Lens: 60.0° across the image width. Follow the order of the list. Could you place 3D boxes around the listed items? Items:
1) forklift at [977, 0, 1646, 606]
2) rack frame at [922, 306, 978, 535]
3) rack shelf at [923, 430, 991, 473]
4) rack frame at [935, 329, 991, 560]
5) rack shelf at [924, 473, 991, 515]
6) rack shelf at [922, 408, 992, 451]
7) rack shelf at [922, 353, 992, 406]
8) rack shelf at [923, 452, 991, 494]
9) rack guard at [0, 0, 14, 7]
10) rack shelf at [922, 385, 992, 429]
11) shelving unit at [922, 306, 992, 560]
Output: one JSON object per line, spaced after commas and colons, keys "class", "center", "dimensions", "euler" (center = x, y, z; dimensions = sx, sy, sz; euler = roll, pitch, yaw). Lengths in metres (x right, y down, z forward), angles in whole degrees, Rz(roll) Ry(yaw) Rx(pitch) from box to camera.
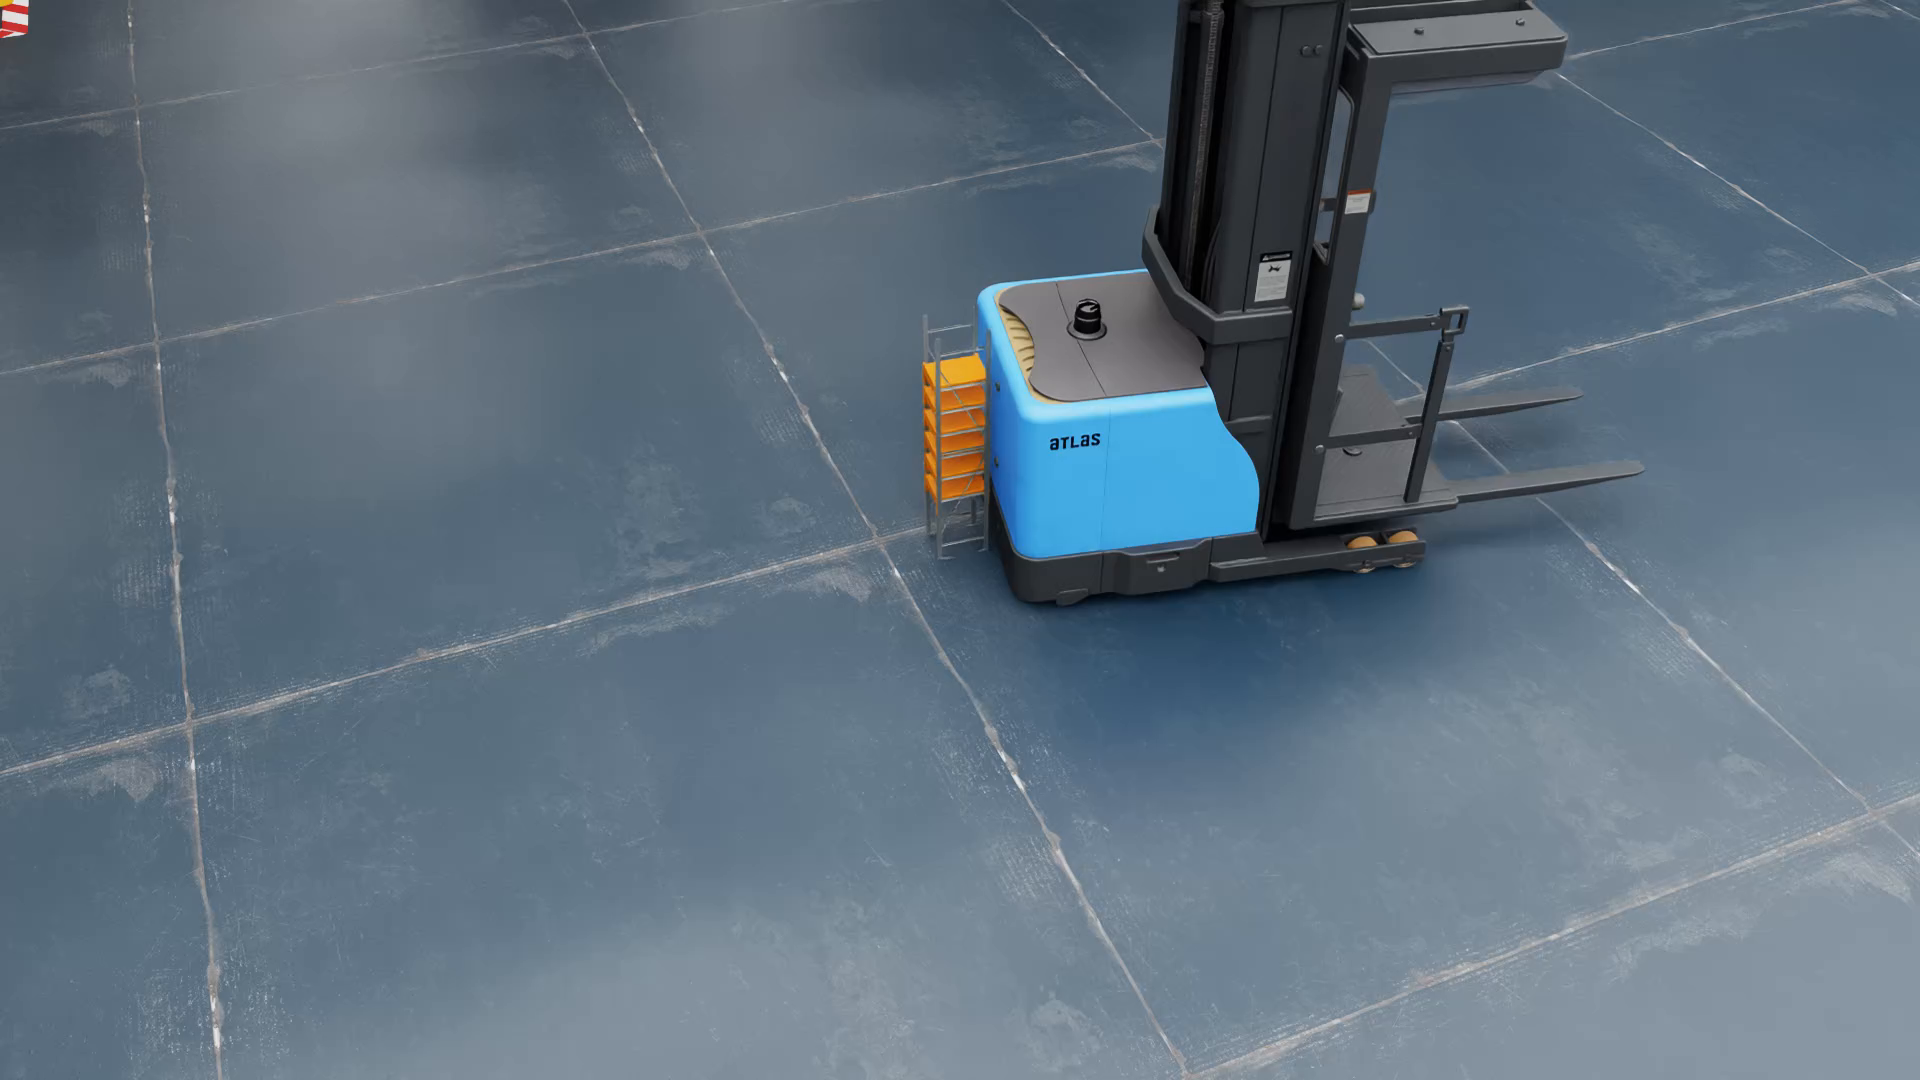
{"class": "forklift", "center": [1.631, -1.295, 6.927], "dimensions": [3.031, 2.935, 1.130], "euler": [-7, 41, -8]}
{"class": "rack frame", "center": [-0.041, -0.501, 7.330], "dimensions": [0.240, 1.200, 0.006], "euler": [-11, 42, -13]}
{"class": "rack shelf", "center": [-0.014, -0.410, 7.293], "dimensions": [0.258, 0.103, 0.180], "euler": [-11, 42, -13]}
{"class": "rack frame", "center": [0.013, -0.387, 7.198], "dimensions": [0.240, 1.200, 0.006], "euler": [-11, 42, -13]}
{"class": "rack shelf", "center": [-0.014, -0.228, 7.450], "dimensions": [0.258, 0.103, 0.180], "euler": [-11, 42, -13]}
{"class": "rack shelf", "center": [-0.014, -0.501, 7.215], "dimensions": [0.258, 0.103, 0.180], "euler": [-11, 42, -13]}
{"class": "rack shelf", "center": [-0.014, -0.683, 7.058], "dimensions": [0.258, 0.103, 0.180], "euler": [-11, 42, -13]}
{"class": "rack shelf", "center": [-0.014, -0.319, 7.371], "dimensions": [0.258, 0.103, 0.180], "euler": [-11, 42, -13]}
{"class": "rack guard", "center": [-7.583, -4.091, 12.043], "dimensions": [1.175, 0.500, 0.348], "euler": [-15, 43, -17]}
{"class": "rack shelf", "center": [-0.014, -0.592, 7.137], "dimensions": [0.258, 0.103, 0.180], "euler": [-11, 42, -13]}
{"class": "shelving unit", "center": [-0.014, -0.444, 7.264], "dimensions": [0.258, 1.200, 0.189], "euler": [-11, 42, -13]}
